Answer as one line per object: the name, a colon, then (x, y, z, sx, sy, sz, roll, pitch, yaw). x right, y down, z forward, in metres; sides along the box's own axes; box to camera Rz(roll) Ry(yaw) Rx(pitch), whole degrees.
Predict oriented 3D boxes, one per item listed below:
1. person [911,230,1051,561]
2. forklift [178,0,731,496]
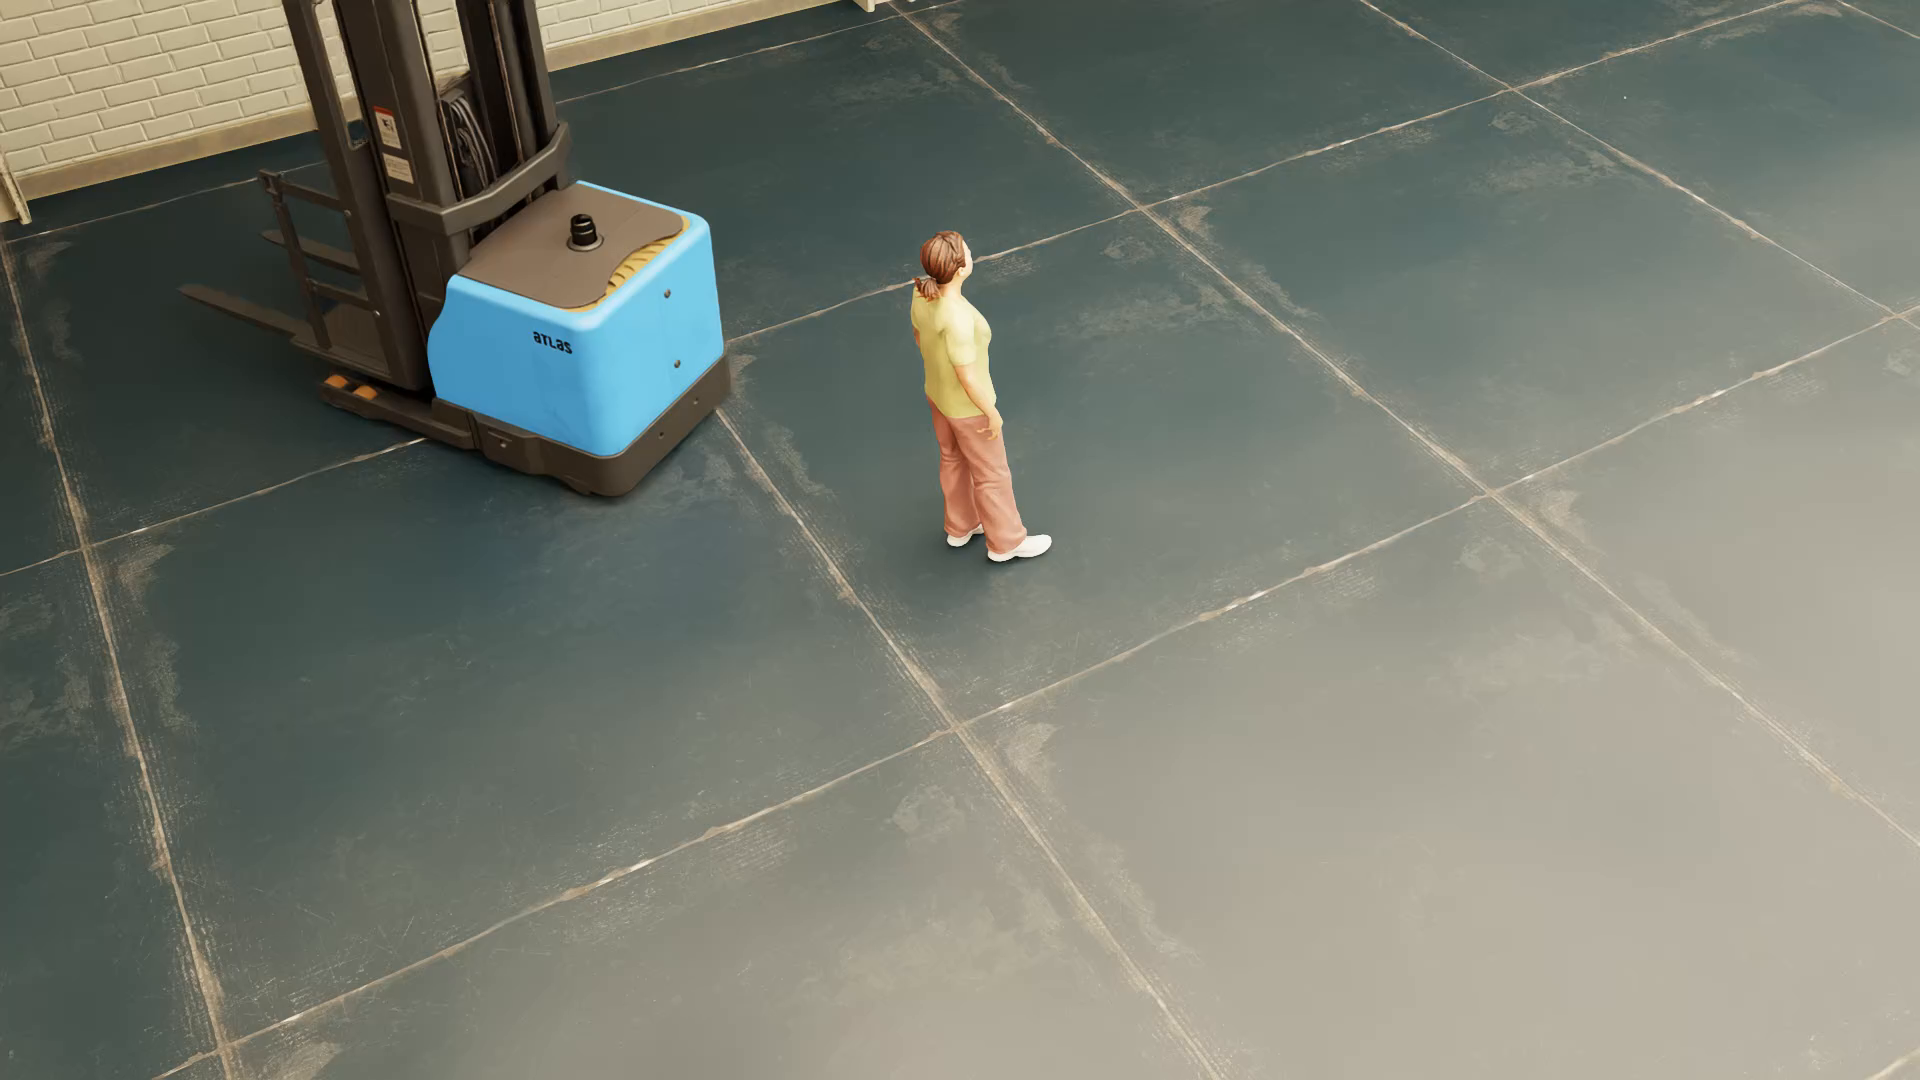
person: (0.069, -0.638, 7.299, 0.549, 1.675, 0.555, -21, 47, -21)
forklift: (-2.730, -1.996, 7.850, 3.031, 2.935, 1.130, 19, 46, 20)
